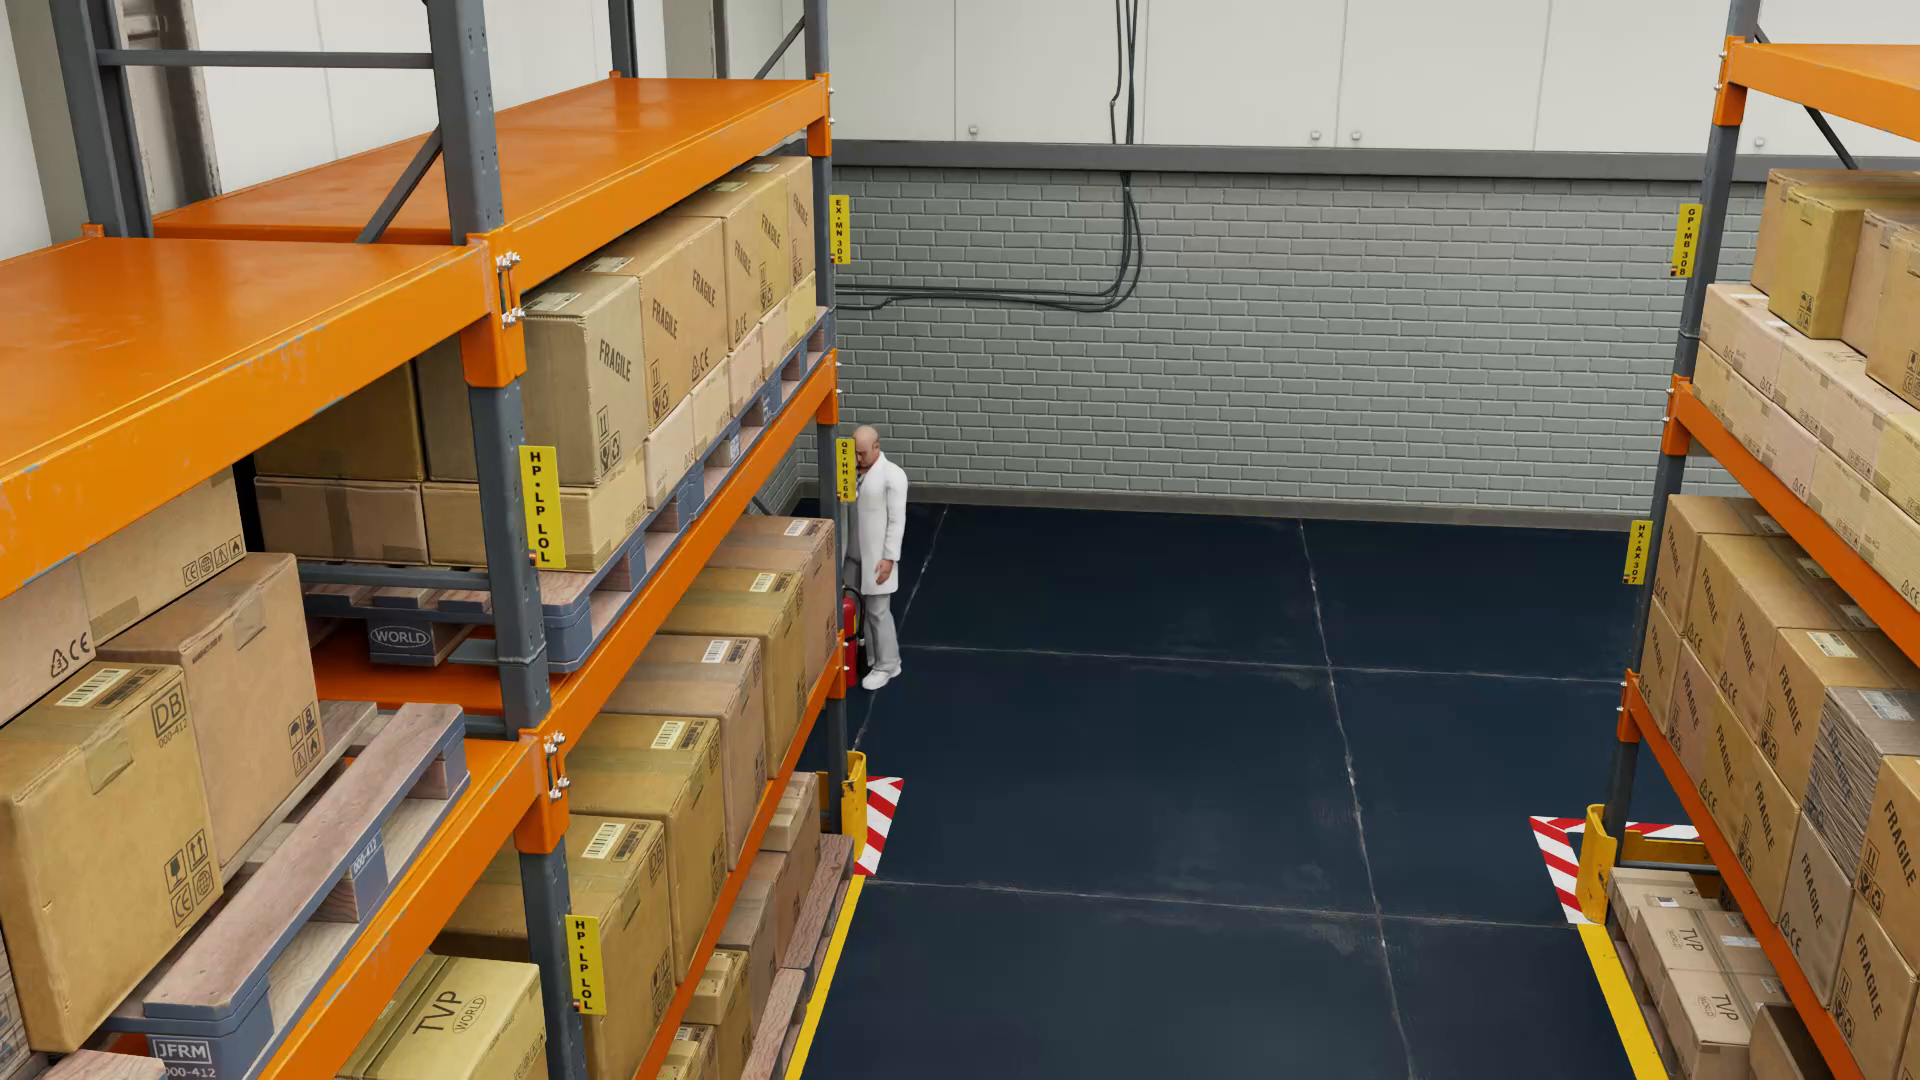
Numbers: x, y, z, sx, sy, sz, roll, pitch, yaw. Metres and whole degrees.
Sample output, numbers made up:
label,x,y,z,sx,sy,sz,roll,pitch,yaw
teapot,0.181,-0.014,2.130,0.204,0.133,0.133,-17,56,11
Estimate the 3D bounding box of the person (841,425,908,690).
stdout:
label,x,y,z,sx,sy,sz,roll,pitch,yaw
person,-0.604,0.100,10.876,0.567,1.769,0.372,17,27,38
